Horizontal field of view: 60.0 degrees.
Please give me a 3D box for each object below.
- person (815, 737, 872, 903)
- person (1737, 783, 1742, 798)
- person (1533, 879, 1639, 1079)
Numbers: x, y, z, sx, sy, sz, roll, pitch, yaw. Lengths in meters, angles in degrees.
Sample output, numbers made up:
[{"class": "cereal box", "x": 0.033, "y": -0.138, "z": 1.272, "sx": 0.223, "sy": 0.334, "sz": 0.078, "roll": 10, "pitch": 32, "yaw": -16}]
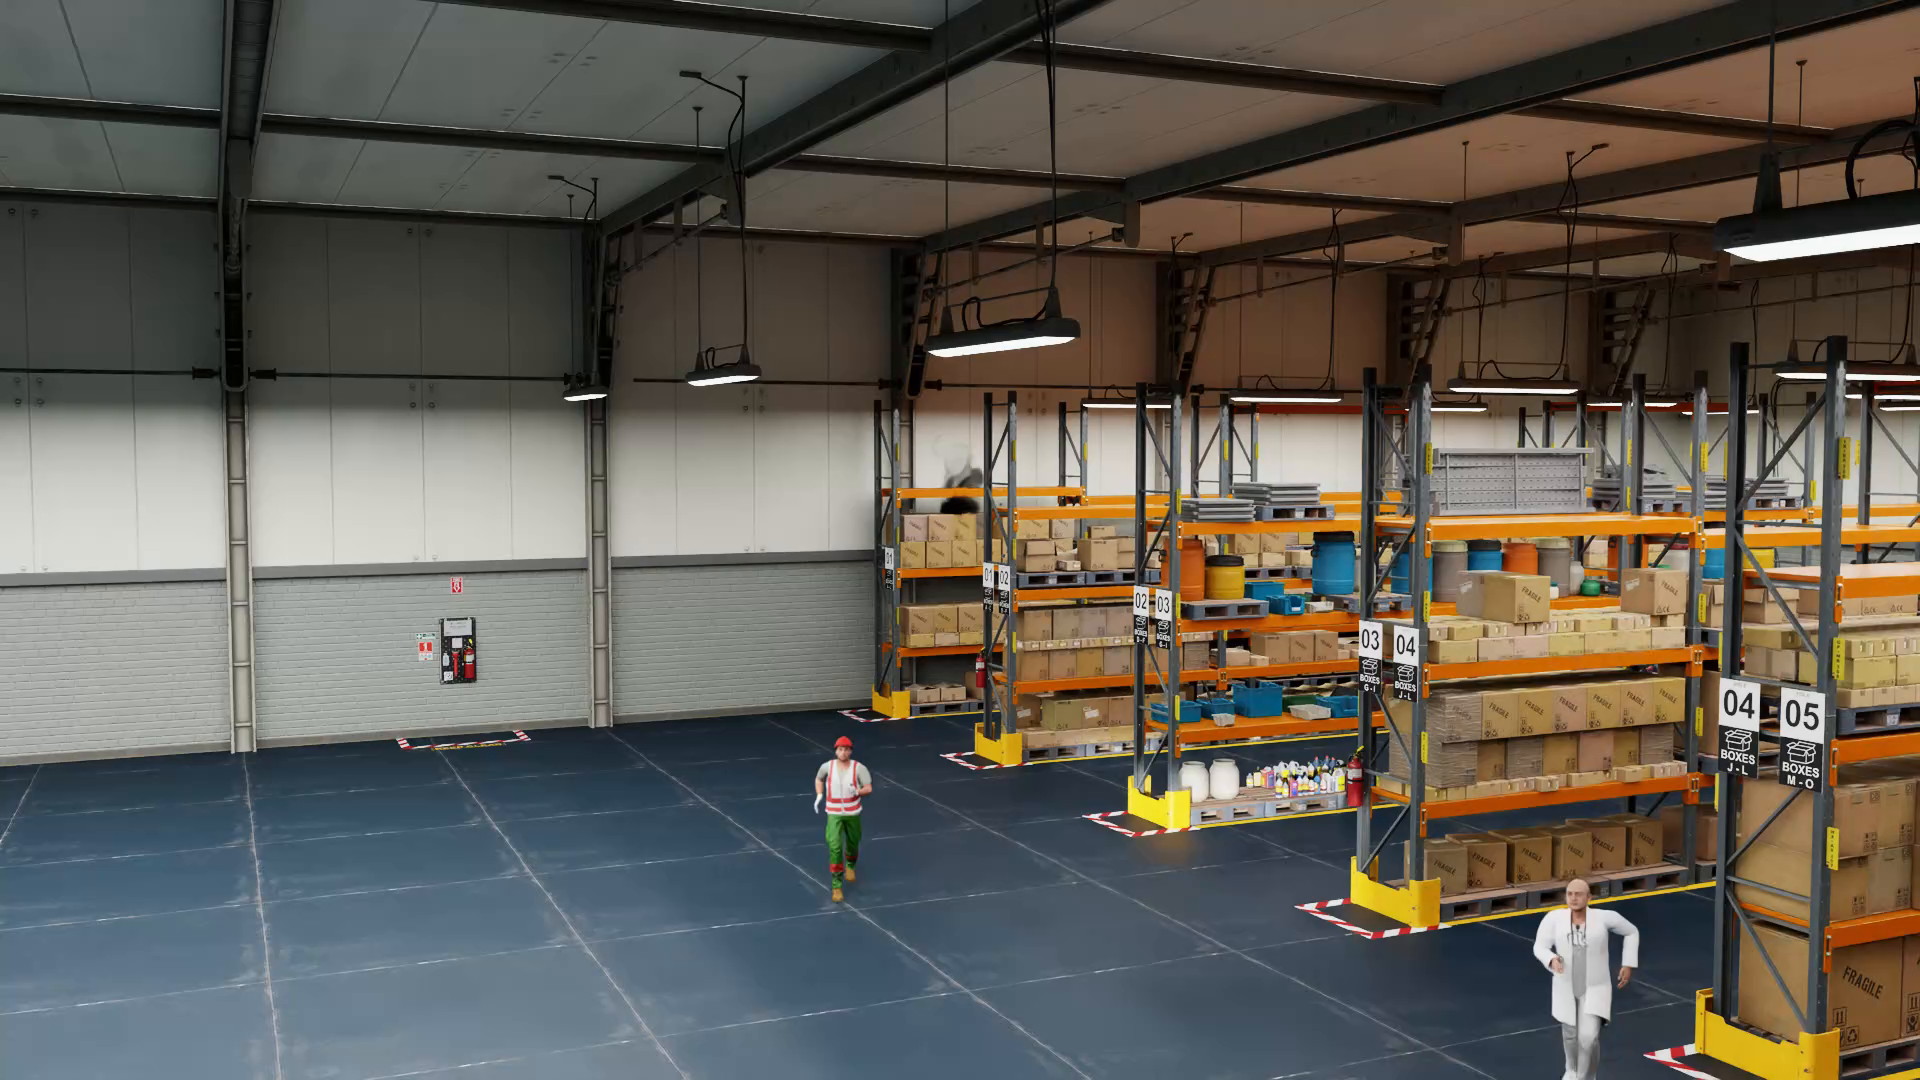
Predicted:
[{"class": "person", "x": -1.329, "y": 3.132, "z": 18.986, "sx": 0.659, "sy": 1.781, "sz": 0.991, "roll": 0, "pitch": 3, "yaw": -4}, {"class": "person", "x": 10.930, "y": 2.983, "z": 23.108, "sx": 0.725, "sy": 1.737, "sz": 0.543, "roll": -2, "pitch": 4, "yaw": -32}, {"class": "person", "x": 4.863, "y": 3.520, "z": 12.965, "sx": 0.729, "sy": 1.770, "sz": 0.931, "roll": 2, "pitch": 4, "yaw": 33}]
